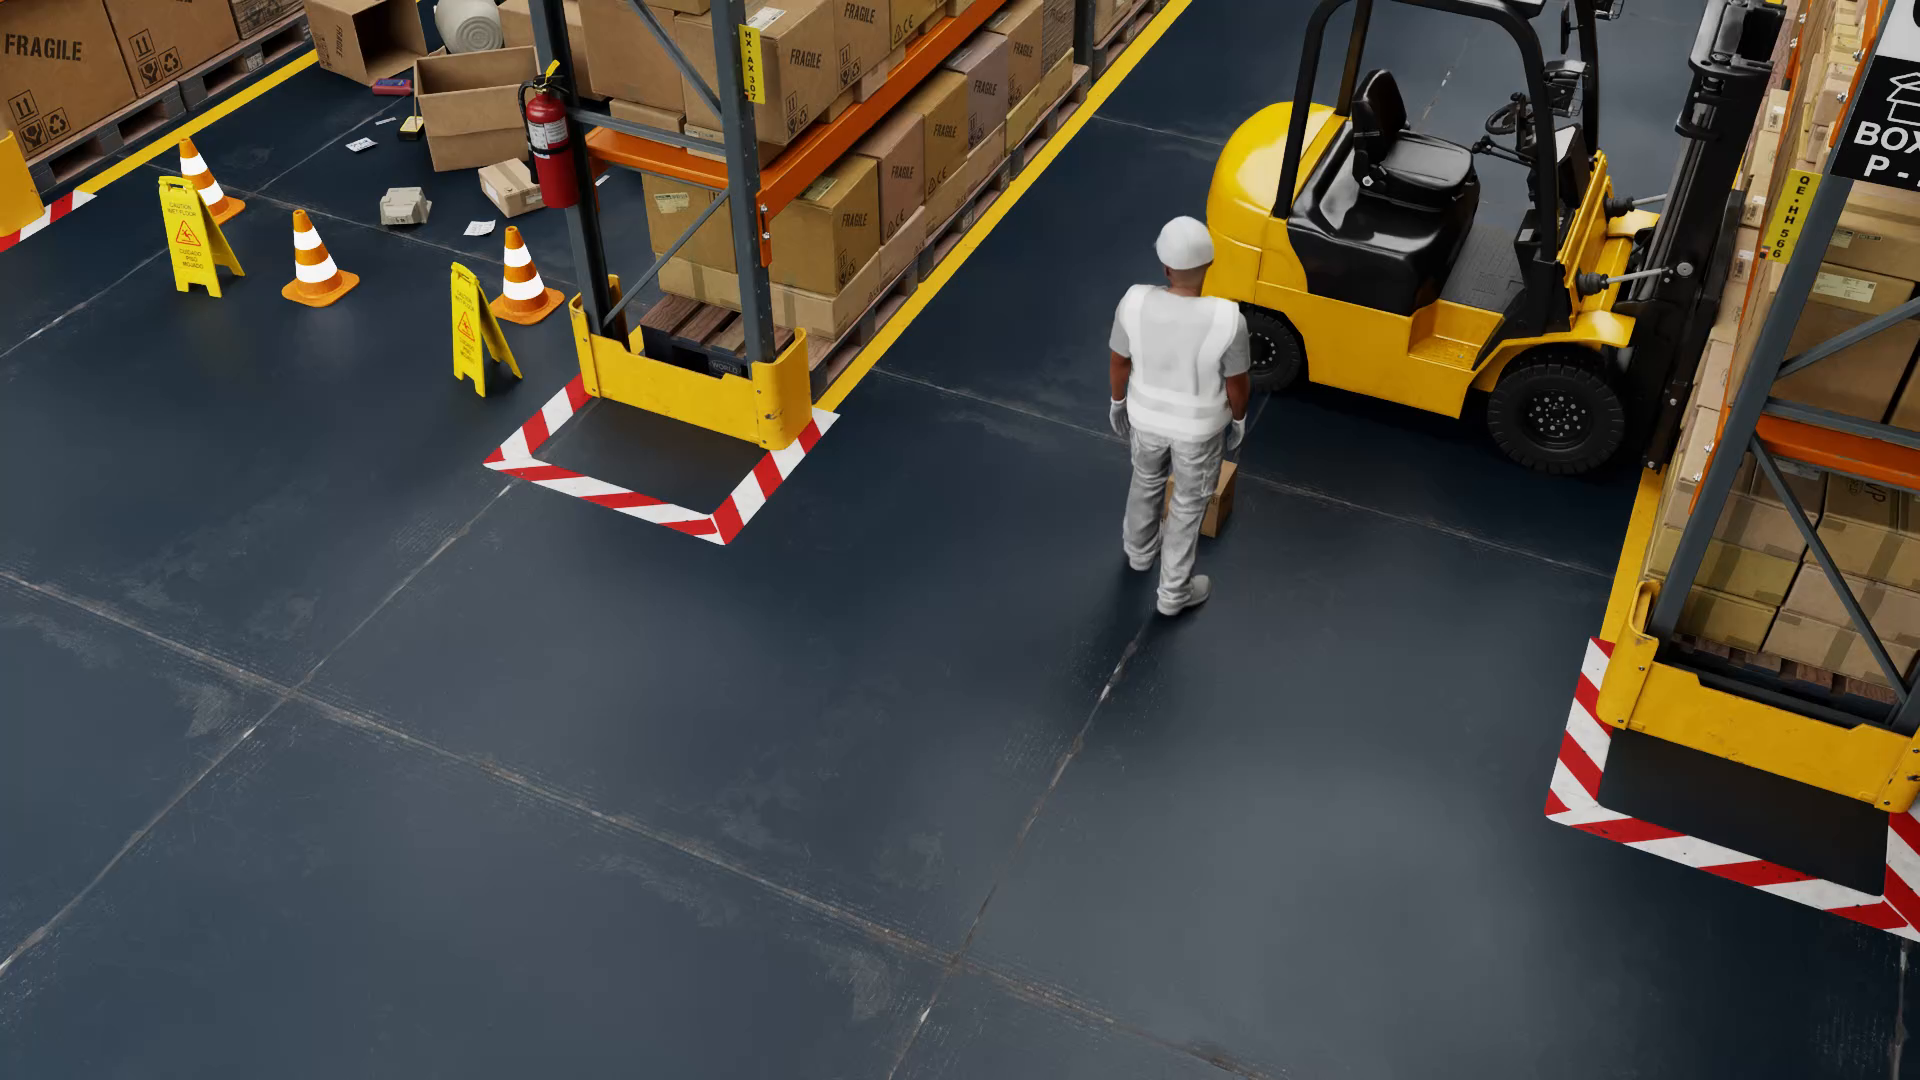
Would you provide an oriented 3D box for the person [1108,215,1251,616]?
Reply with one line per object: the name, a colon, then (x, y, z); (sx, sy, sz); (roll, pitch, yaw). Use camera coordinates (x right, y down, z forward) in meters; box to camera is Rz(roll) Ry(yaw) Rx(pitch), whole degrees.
person: (0.886, -0.521, 6.733); (0.562, 1.784, 0.532); (18, 45, 19)
